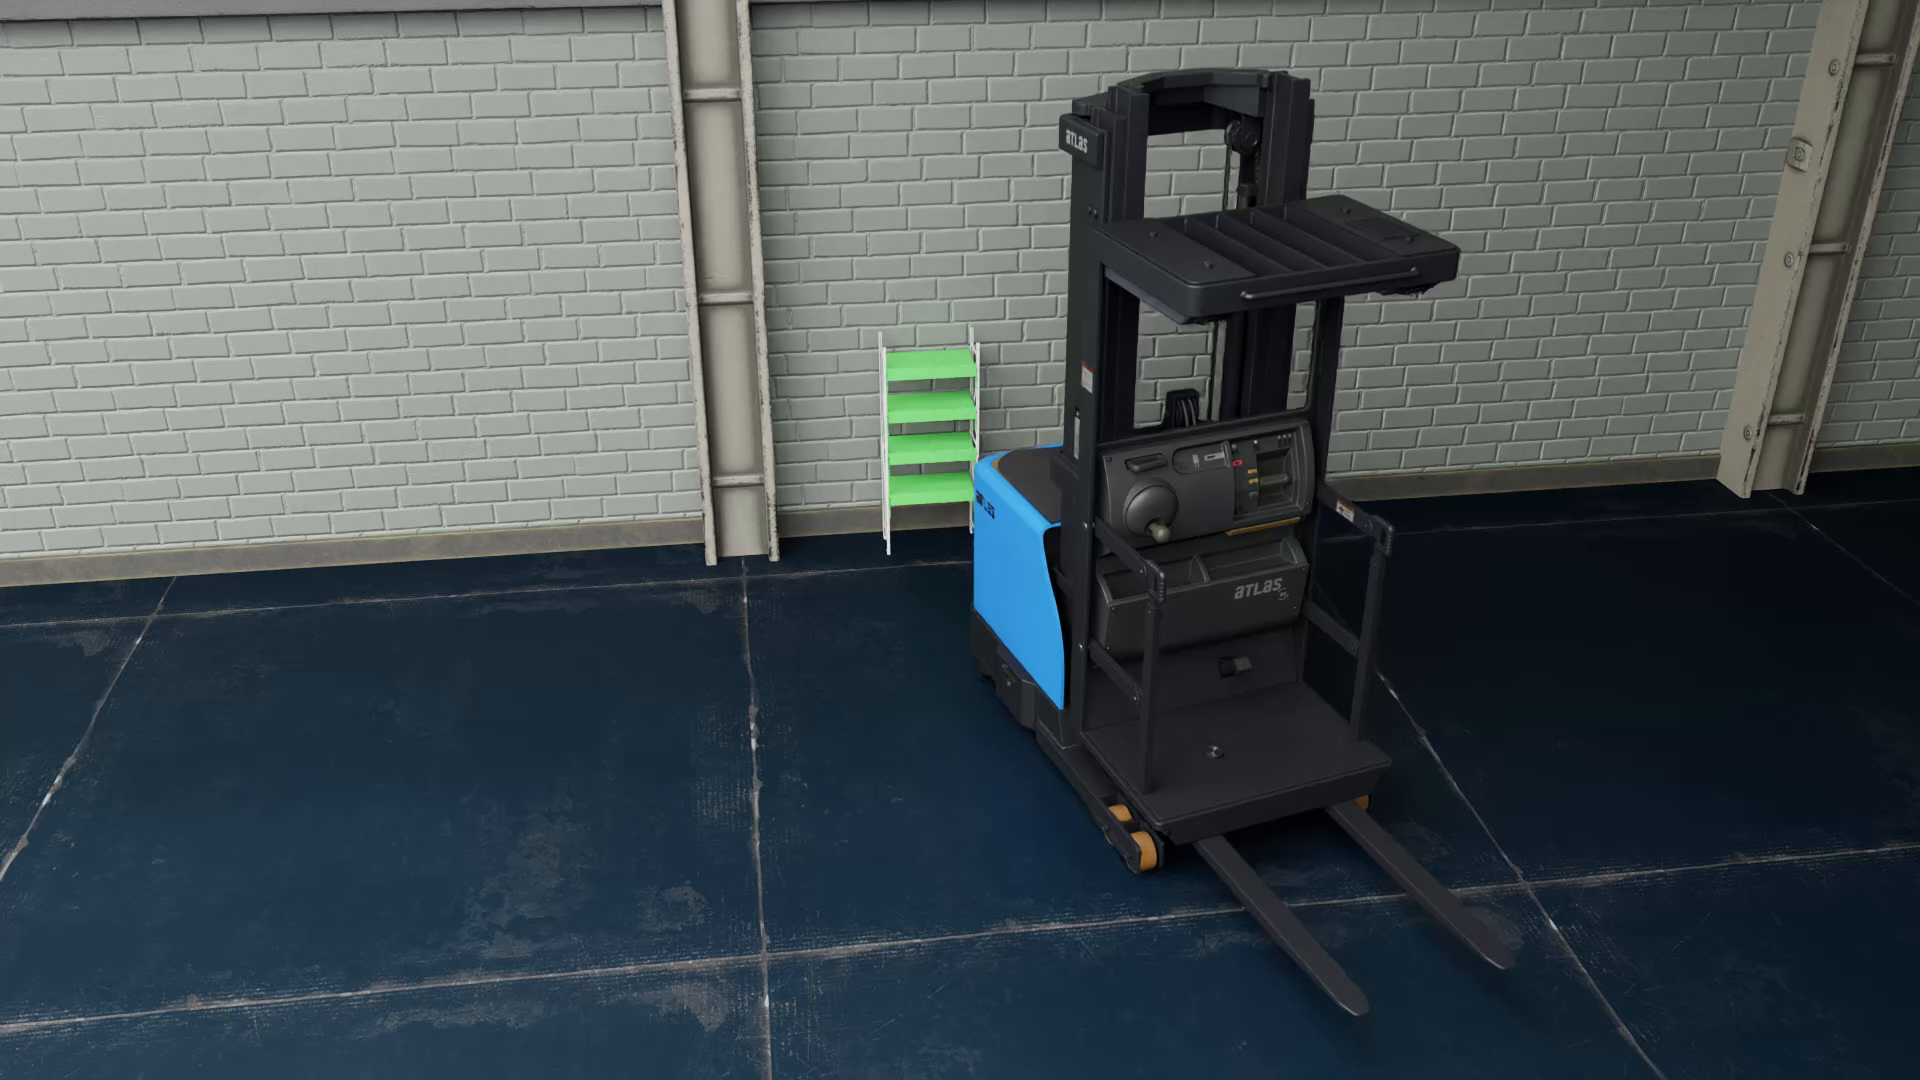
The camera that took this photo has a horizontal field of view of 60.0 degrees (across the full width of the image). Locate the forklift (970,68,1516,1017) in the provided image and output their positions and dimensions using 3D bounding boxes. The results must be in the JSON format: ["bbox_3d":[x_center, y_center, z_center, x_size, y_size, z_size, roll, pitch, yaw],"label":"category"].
[{"bbox_3d":[1.075,-0.193,6.415,1.130,2.935,3.031,-11,29,-20],"label":"forklift"}]

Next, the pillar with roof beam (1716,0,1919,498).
[{"bbox_3d":[5.346,-2.384,4.040,0.400,9.000,9.100,-4,27,-7],"label":"pillar with roof beam"}]

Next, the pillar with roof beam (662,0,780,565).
[{"bbox_3d":[-0.595,-2.003,3.296,0.400,9.000,9.100,-4,27,-7],"label":"pillar with roof beam"}]

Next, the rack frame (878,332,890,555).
[{"bbox_3d":[-0.406,-0.508,8.925,0.015,1.200,0.240,-4,27,-7],"label":"rack frame"}]

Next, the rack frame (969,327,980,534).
[{"bbox_3d":[0.078,-0.539,8.986,0.015,1.200,0.240,-4,27,-7],"label":"rack frame"}]

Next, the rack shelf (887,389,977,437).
[{"bbox_3d":[-0.164,-0.680,8.875,0.480,0.148,0.258,-4,27,-7],"label":"rack shelf"}]

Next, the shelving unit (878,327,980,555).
[{"bbox_3d":[-0.164,-0.523,8.956,0.503,1.200,0.258,-4,27,-7],"label":"shelving unit"}]

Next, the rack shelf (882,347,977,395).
[{"bbox_3d":[-0.164,-0.893,8.766,0.480,0.148,0.258,-4,27,-7],"label":"rack shelf"}]
